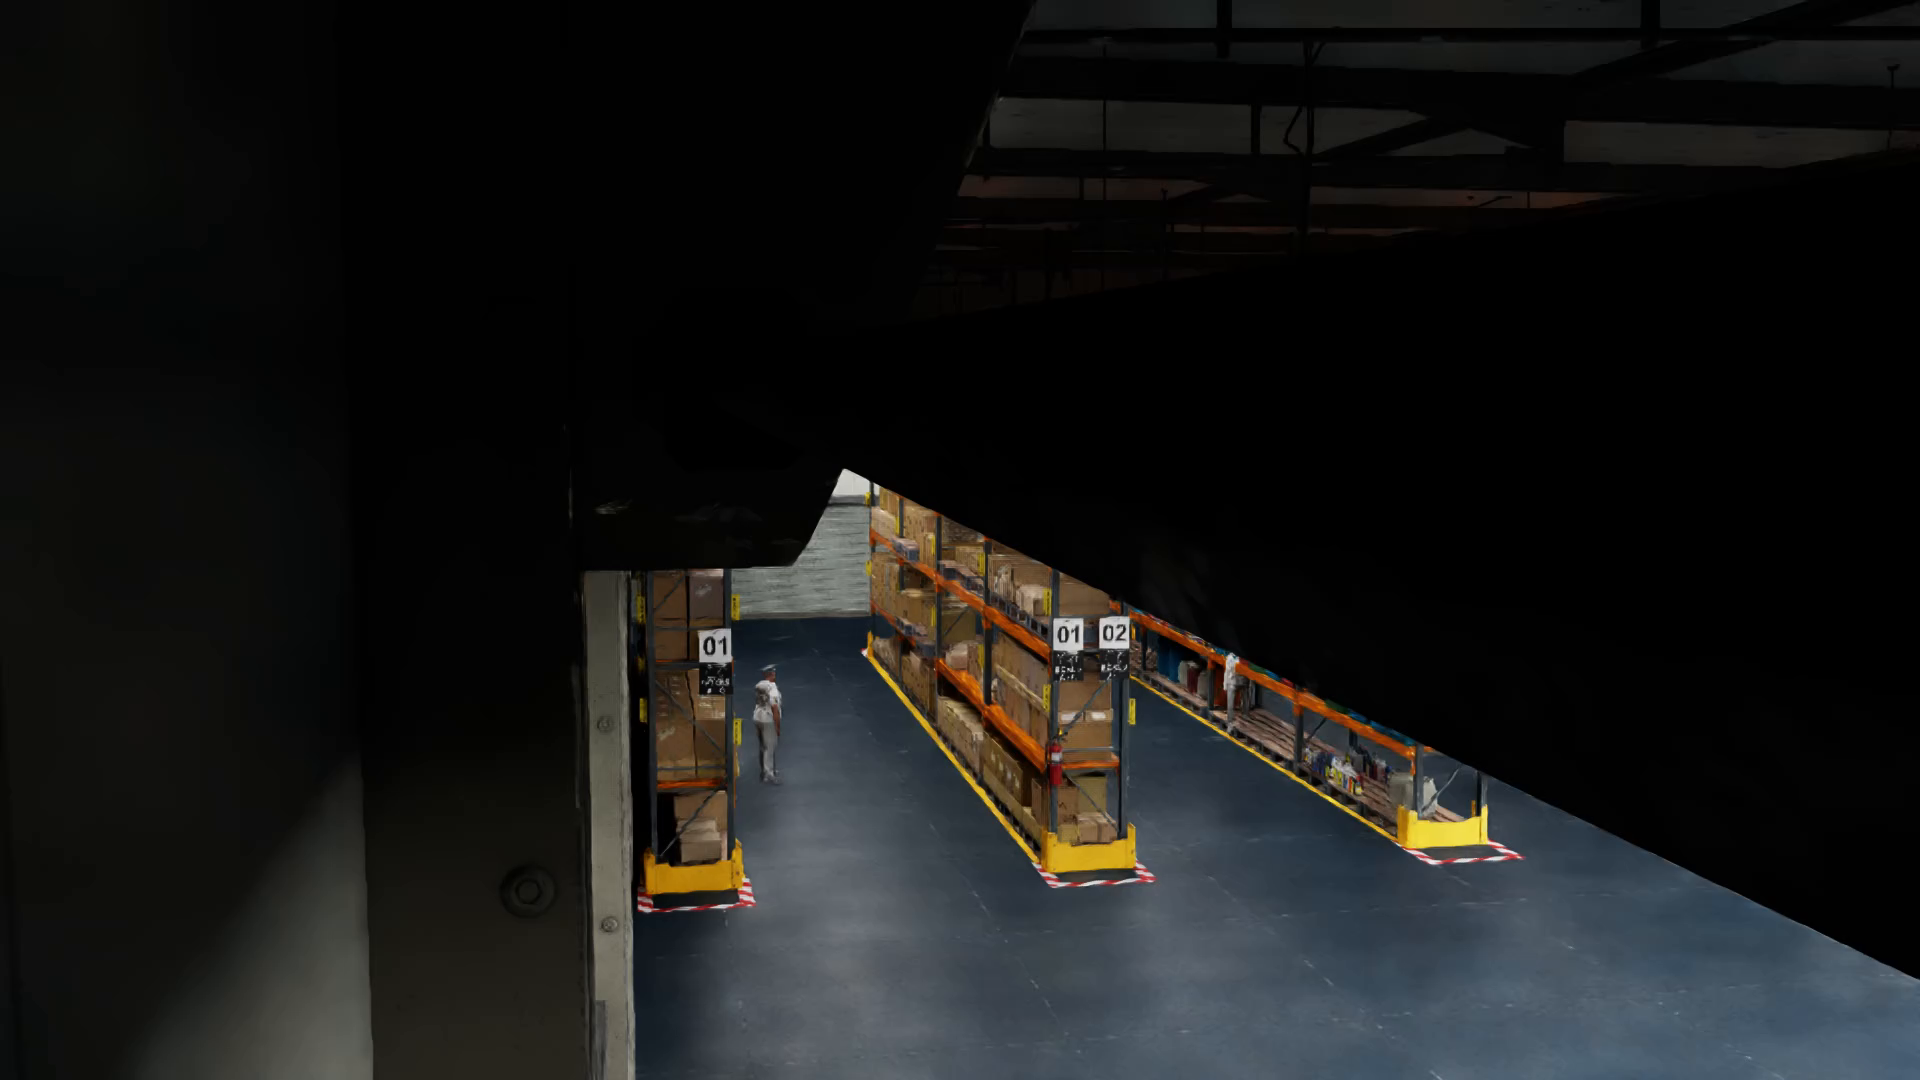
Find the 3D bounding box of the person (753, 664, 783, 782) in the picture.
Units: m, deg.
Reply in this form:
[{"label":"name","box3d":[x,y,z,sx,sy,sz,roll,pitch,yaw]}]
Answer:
[{"label":"person","box3d":[-2.900,2.782,25.493,0.492,1.767,0.625,-4,7,-35]}]

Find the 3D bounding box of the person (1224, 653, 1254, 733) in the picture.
[{"label":"person","box3d":[4.795,2.473,28.604,0.521,1.637,0.947,1,6,10]}]
